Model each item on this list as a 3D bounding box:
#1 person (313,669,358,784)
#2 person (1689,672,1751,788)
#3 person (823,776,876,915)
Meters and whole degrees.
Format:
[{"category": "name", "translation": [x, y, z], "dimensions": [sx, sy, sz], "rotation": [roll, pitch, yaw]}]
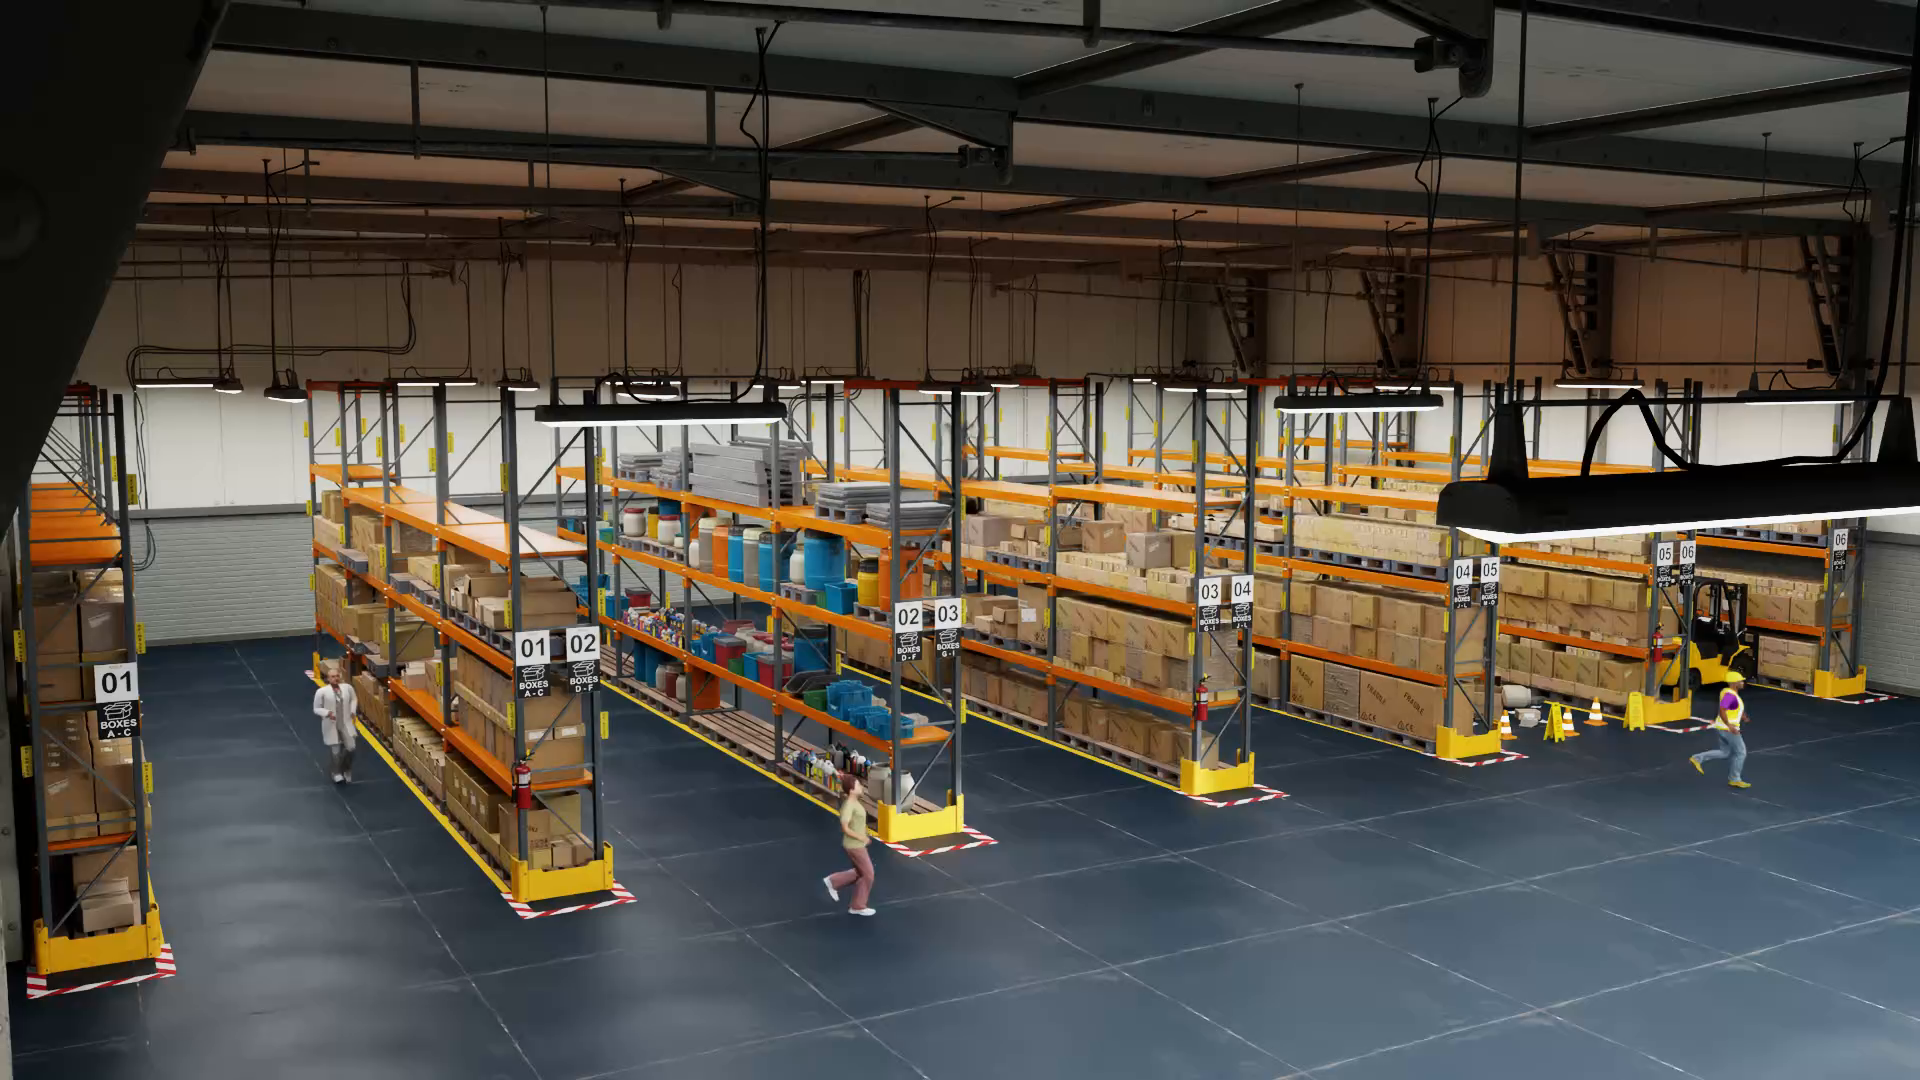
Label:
[{"category": "person", "translation": [-9.318, 2.810, 24.936], "dimensions": [0.681, 1.765, 0.721], "rotation": [-4, 7, -34]}, {"category": "person", "translation": [11.432, 2.825, 24.934], "dimensions": [0.855, 1.738, 0.680], "rotation": [2, 6, 16]}, {"category": "person", "translation": [-1.271, 3.507, 19.062], "dimensions": [0.599, 1.633, 0.581], "rotation": [0, 6, -3]}]
